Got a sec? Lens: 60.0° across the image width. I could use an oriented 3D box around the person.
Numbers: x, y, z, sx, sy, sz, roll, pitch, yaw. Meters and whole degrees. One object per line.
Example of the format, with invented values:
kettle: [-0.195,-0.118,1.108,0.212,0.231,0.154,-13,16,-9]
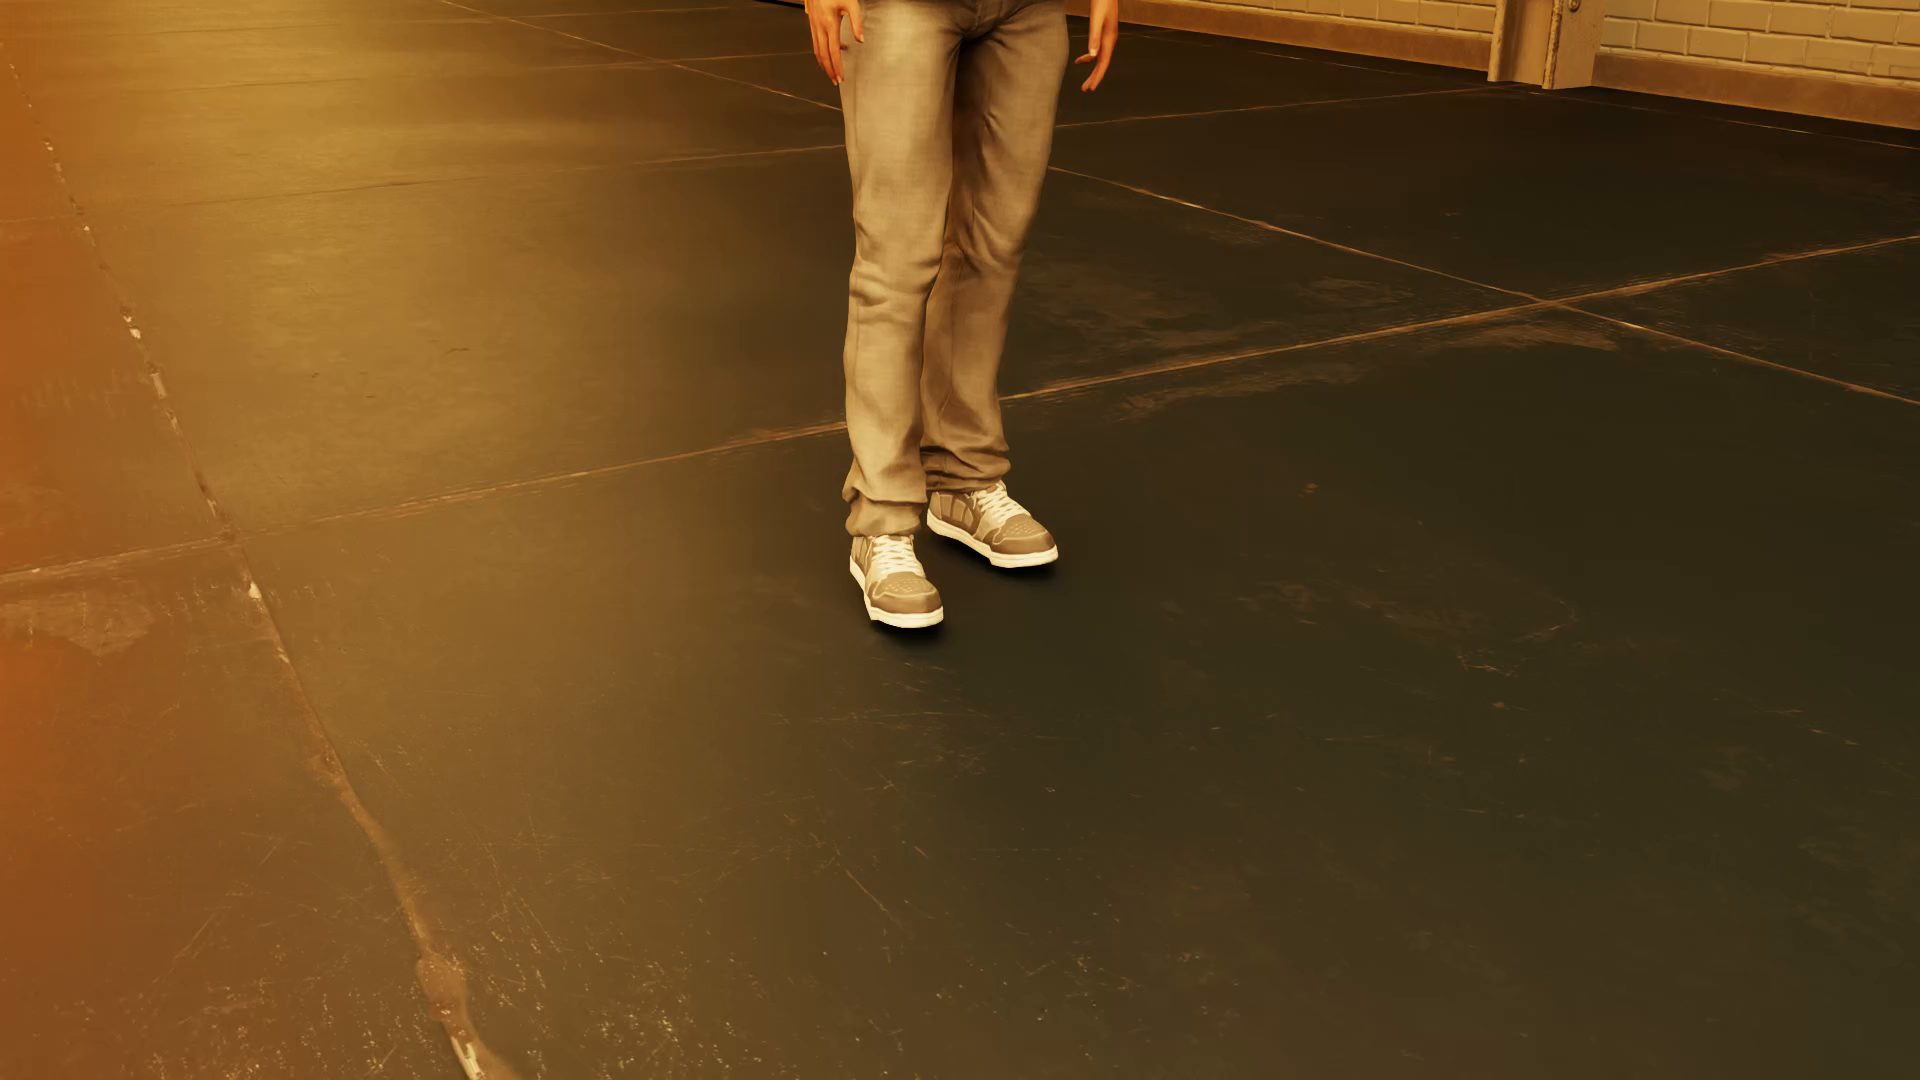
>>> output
person: [0.025,-0.719,2.263,0.520,1.597,0.475,-12,25,-28]
